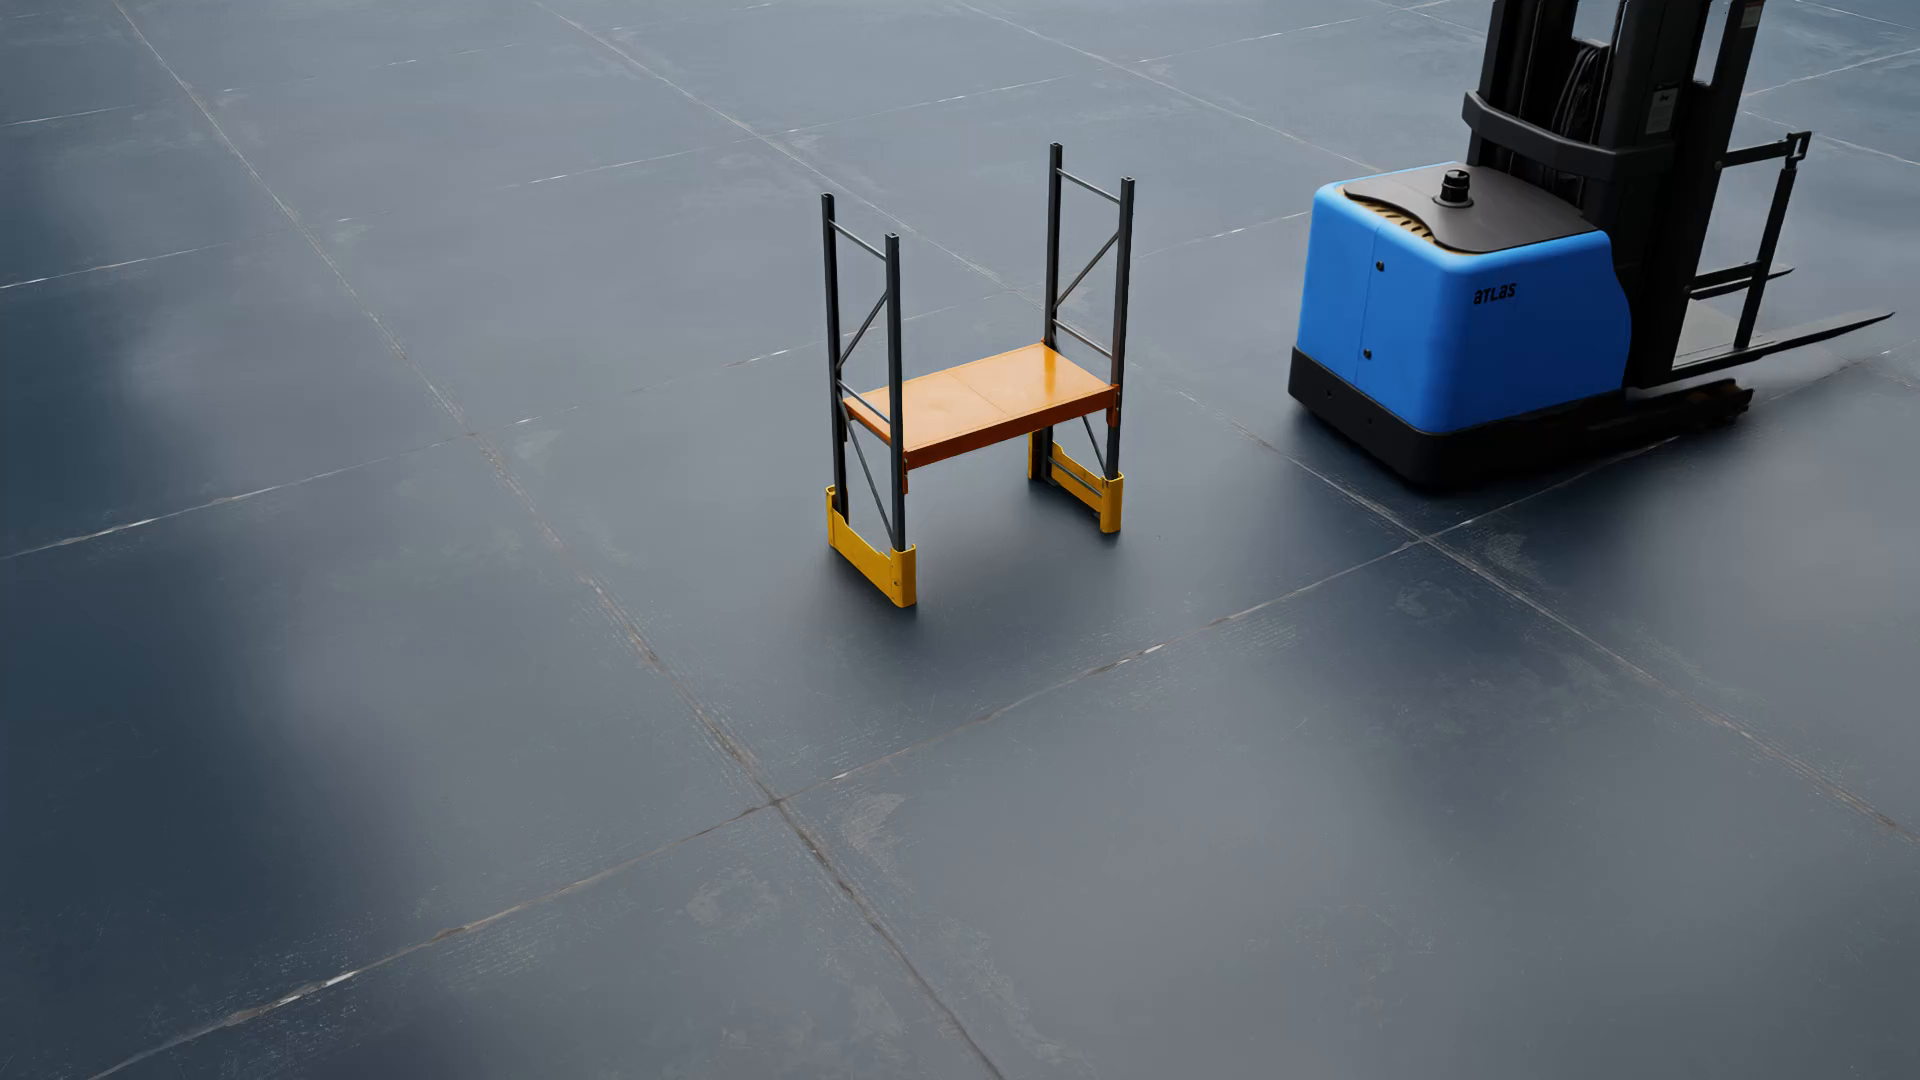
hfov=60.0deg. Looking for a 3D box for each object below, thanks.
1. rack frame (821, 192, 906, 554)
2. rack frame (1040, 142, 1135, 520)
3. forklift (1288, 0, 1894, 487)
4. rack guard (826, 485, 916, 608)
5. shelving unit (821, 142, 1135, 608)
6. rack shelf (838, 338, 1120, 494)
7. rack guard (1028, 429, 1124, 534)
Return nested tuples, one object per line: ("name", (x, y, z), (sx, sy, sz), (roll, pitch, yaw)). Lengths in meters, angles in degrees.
("rack frame", (-0.356, -0.512, 6.249), (0.032, 1.500, 0.500), (-19, 37, -27))
("rack frame", (0.499, -0.806, 6.715), (0.032, 1.500, 0.500), (-19, 37, -27))
("forklift", (3.100, -1.992, 7.254), (3.031, 2.935, 1.130), (-14, 35, -21))
("rack guard", (-0.355, 0.016, 6.583), (0.087, 0.250, 0.587), (-19, 37, -27))
("shelving unit", (0.064, -0.656, 6.478), (1.083, 1.500, 0.587), (-19, 37, -27))
("rack shelf", (0.072, -0.507, 6.578), (1.000, 0.185, 0.538), (-19, 37, -27))
("rack guard", (0.483, -0.272, 7.040), (0.087, 0.250, 0.587), (-19, 37, -27))
